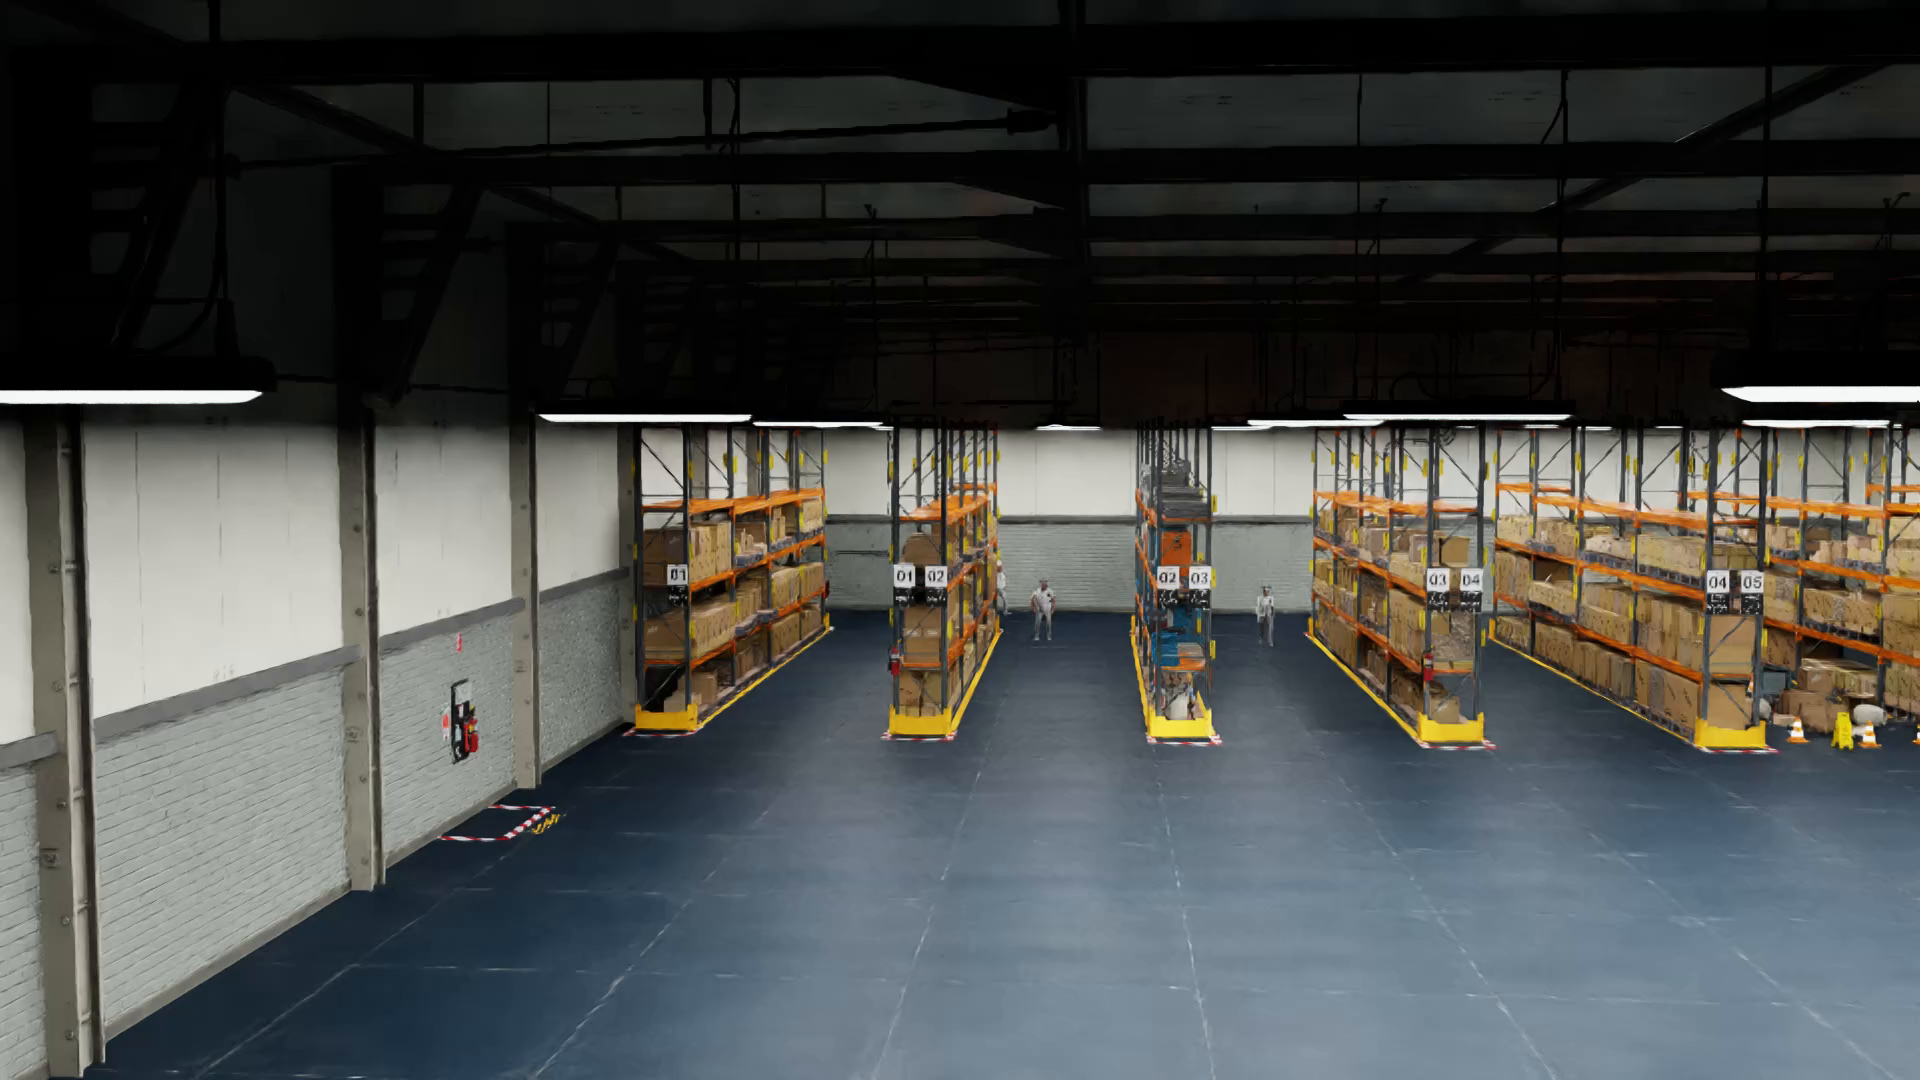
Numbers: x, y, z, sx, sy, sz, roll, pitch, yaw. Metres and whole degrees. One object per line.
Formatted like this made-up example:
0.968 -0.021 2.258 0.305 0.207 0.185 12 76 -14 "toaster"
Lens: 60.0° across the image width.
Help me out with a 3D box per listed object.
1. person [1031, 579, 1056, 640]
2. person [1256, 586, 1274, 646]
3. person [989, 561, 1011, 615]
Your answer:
2.286 1.897 45.573 0.682 1.715 0.542 0 4 3 "person"
8.162 2.008 44.455 0.495 1.589 1.086 0 4 7 "person"
1.185 1.482 51.795 0.682 1.713 0.844 -1 4 -12 "person"
